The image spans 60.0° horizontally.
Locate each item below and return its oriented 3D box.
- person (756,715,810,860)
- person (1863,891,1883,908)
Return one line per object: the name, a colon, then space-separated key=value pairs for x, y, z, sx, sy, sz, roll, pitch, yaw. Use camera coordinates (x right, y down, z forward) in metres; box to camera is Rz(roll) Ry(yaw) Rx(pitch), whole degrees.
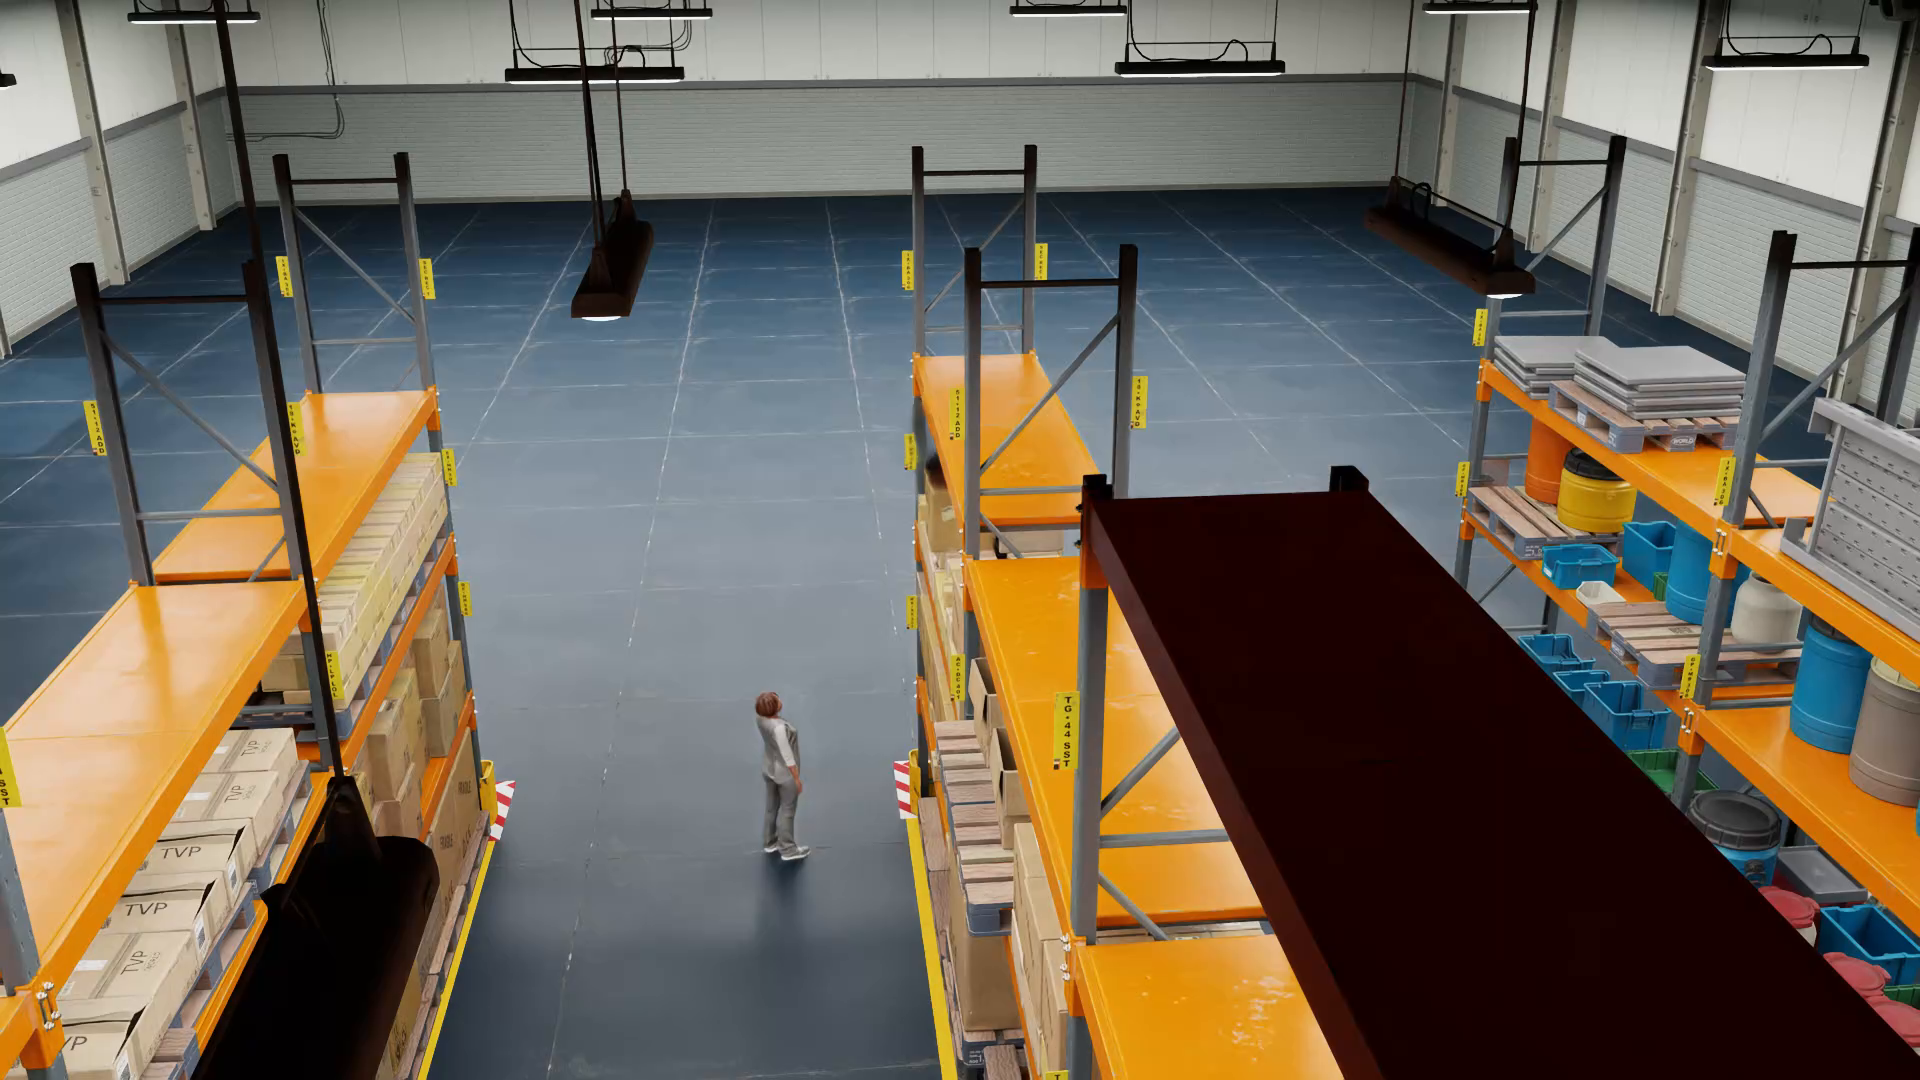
person: x=-1.557 y=2.117 z=14.422 sx=0.313 sy=1.362 sz=0.453 roll=-20 pitch=29 yaw=-41
person: x=6.815 y=2.558 z=12.795 sx=0.594 sy=1.779 sz=0.660 roll=-17 pitch=27 yaw=-36
